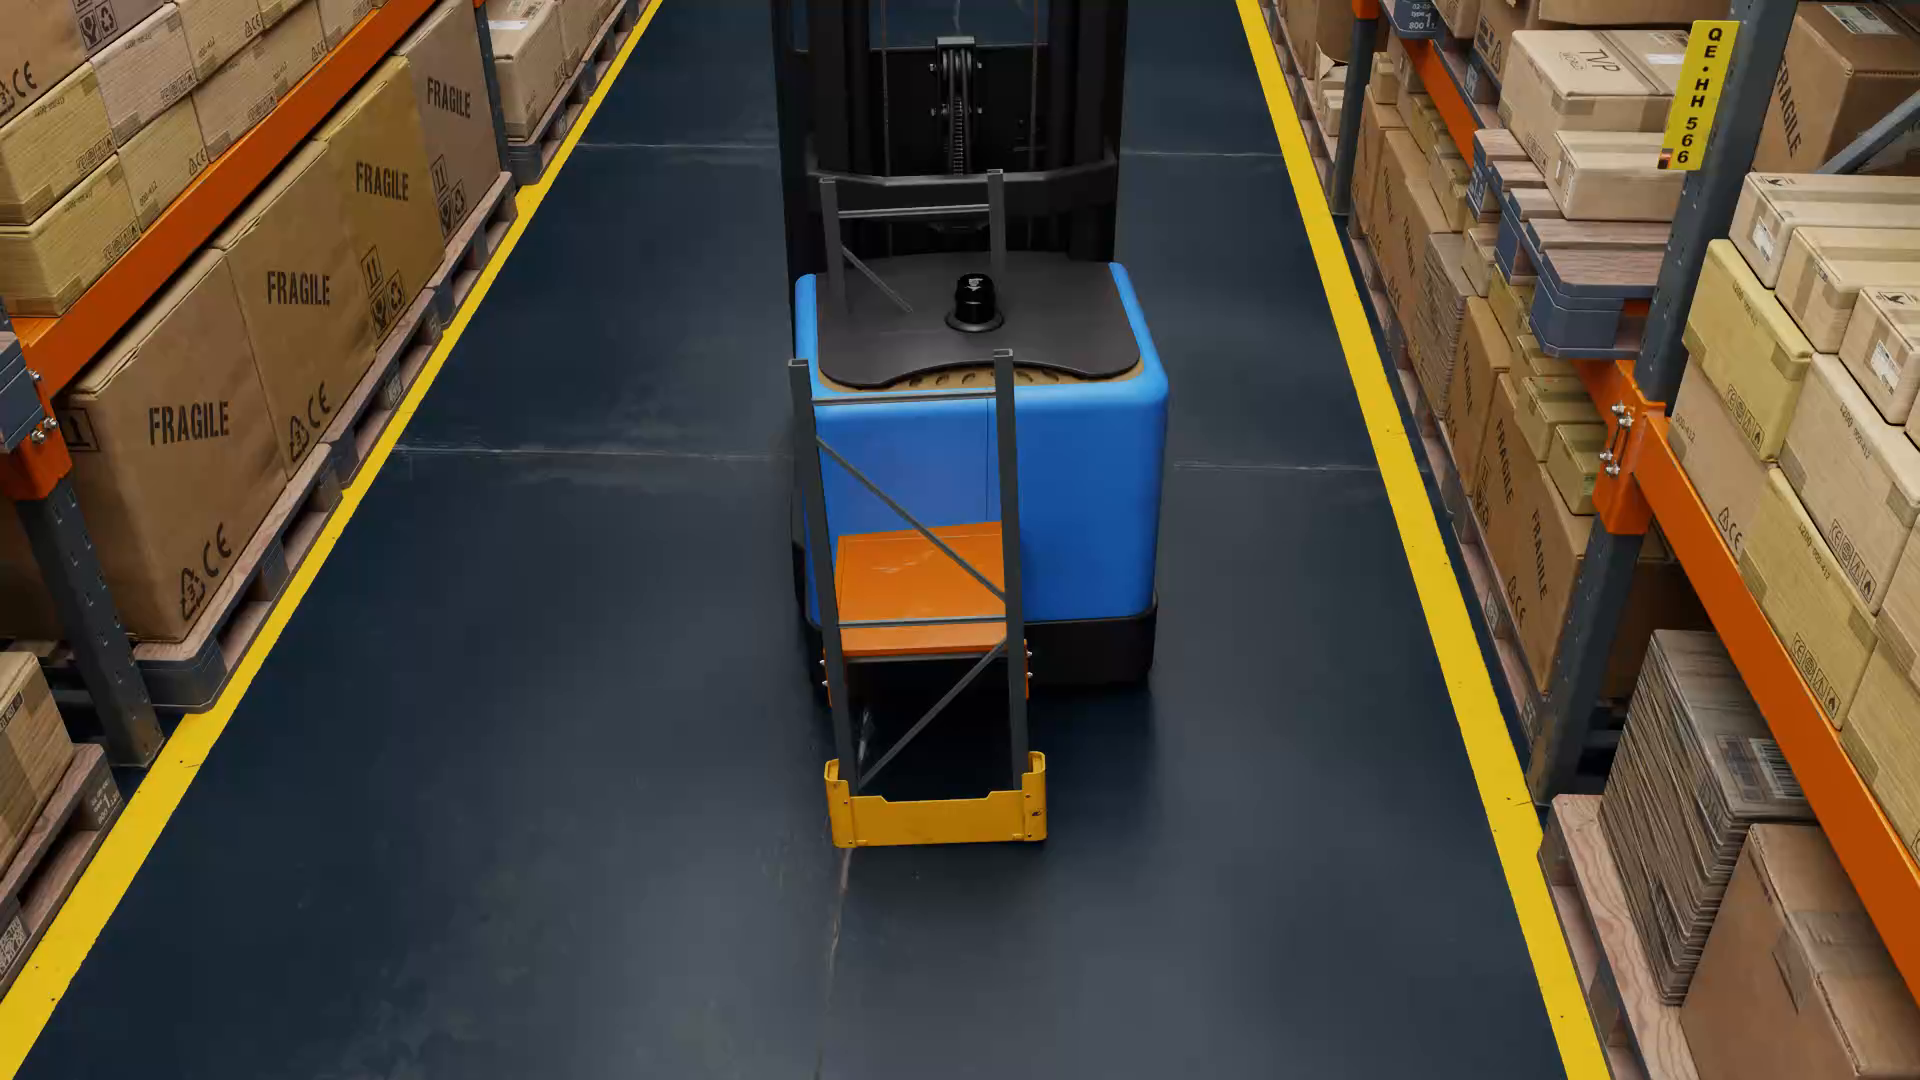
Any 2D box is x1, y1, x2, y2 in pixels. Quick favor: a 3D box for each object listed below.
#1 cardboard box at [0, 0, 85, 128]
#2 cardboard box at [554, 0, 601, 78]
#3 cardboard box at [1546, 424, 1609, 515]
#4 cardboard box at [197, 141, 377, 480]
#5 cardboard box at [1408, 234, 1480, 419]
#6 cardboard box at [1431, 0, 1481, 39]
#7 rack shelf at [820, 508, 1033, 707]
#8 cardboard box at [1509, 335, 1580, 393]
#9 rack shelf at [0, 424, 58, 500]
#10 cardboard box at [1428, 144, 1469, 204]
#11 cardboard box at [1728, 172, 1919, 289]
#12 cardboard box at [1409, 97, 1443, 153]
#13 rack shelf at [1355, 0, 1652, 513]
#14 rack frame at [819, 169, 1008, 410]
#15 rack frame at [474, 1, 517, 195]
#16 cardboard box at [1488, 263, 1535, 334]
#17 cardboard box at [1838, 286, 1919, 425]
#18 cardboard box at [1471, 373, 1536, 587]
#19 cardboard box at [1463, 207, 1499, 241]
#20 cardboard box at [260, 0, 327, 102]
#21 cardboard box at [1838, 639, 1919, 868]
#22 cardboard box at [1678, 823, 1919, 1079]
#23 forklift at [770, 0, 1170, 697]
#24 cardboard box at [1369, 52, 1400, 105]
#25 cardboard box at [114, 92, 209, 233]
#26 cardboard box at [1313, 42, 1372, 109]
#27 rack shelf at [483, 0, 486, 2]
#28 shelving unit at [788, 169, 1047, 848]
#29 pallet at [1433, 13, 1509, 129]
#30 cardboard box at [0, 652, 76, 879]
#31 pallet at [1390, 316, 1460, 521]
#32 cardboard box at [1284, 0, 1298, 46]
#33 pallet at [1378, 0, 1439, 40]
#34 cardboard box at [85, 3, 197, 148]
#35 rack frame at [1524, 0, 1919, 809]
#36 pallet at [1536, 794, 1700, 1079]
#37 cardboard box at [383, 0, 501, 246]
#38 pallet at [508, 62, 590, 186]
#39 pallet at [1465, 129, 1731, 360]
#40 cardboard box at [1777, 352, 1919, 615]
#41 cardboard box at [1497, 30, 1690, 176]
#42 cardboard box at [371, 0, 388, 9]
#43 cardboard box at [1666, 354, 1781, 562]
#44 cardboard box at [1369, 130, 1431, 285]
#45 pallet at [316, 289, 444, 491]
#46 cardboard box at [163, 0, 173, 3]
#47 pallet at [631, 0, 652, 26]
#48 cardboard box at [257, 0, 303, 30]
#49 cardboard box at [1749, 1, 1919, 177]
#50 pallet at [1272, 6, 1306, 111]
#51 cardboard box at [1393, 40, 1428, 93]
[{"bbox_3d":[-2.578,-1.336,4.086,0.500,0.500,0.500,0,35,0],"label":"cardboard box"},{"bbox_3d":[-2.513,-2.903,9.134,0.875,0.438,0.875,0,35,0],"label":"cardboard box"},{"bbox_3d":[1.885,-0.200,4.670,0.380,0.149,0.250,0,35,0],"label":"cardboard box"},{"bbox_3d":[-2.691,-0.818,5.788,0.875,0.875,0.875,2,35,2],"label":"cardboard box"},{"bbox_3d":[1.971,-0.780,6.059,0.500,0.500,0.500,0,35,0],"label":"cardboard box"},{"bbox_3d":[1.983,-1.985,5.514,0.700,0.500,0.500,1,35,2],"label":"cardboard box"},{"bbox_3d":[-0.084,0.060,4.649,0.538,0.185,1.000,-2,35,2],"label":"rack shelf"},{"bbox_3d":[1.919,-0.508,5.108,0.380,0.149,0.250,0,35,0],"label":"cardboard box"},{"bbox_3d":[-2.922,0.835,2.579,1.077,0.370,4.000,1,35,2],"label":"rack shelf"},{"bbox_3d":[2.021,-1.399,6.377,0.380,0.149,0.250,1,35,2],"label":"cardboard box"},{"bbox_3d":[1.811,-0.626,3.381,0.380,0.149,0.250,2,35,3],"label":"cardboard box"},{"bbox_3d":[2.066,-1.700,6.805,0.380,0.149,0.250,0,35,-1],"label":"cardboard box"},{"bbox_3d":[2.198,-1.351,5.689,1.077,0.370,4.000,1,35,2],"label":"rack shelf"},{"bbox_3d":[-0.094,-0.380,4.961,0.500,1.500,0.032,-2,35,2],"label":"rack frame"},{"bbox_3d":[-2.681,-2.906,7.277,1.000,3.000,0.127,1,35,2],"label":"rack frame"},{"bbox_3d":[1.985,-0.802,5.526,0.380,0.149,0.250,1,35,1],"label":"cardboard box"},{"bbox_3d":[1.817,-0.324,2.951,0.380,0.149,0.250,2,35,3],"label":"cardboard box"},{"bbox_3d":[1.951,-0.180,5.206,0.500,0.500,0.500,1,35,1],"label":"cardboard box"},{"bbox_3d":[2.027,-1.101,5.953,0.380,0.149,0.250,1,35,2],"label":"cardboard box"},{"bbox_3d":[-2.525,-1.703,5.694,0.500,0.250,0.500,1,35,2],"label":"cardboard box"},{"bbox_3d":[1.817,0.400,2.703,0.500,0.250,0.500,0,35,0],"label":"cardboard box"},{"bbox_3d":[2.061,1.038,3.365,0.875,0.625,0.625,2,35,3],"label":"cardboard box"},{"bbox_3d":[-0.054,-1.559,5.420,1.130,2.935,3.031,-3,35,-4],"label":"forklift"},{"bbox_3d":[1.998,-2.008,7.244,0.380,0.149,0.250,3,35,4],"label":"cardboard box"},{"bbox_3d":[-2.568,-1.118,4.862,0.500,0.250,0.500,0,35,1],"label":"cardboard box"},{"bbox_3d":[2.022,-2.379,8.539,0.396,0.266,0.258,3,35,4],"label":"cardboard box"},{"bbox_3d":[-2.601,-3.761,9.119,1.077,0.370,4.000,1,35,2],"label":"rack shelf"},{"bbox_3d":[-0.094,-0.092,4.553,0.587,1.500,1.083,-2,35,2],"label":"shelving unit"},{"bbox_3d":[2.191,-1.535,5.492,1.003,0.211,1.213,1,35,2],"label":"pallet"},{"bbox_3d":[-2.875,0.619,4.180,0.950,0.372,0.625,-1,35,-1],"label":"cardboard box"},{"bbox_3d":[2.237,-0.482,6.252,1.003,0.211,1.213,1,35,2],"label":"pallet"},{"bbox_3d":[2.126,-3.100,9.361,0.500,0.500,0.500,2,35,3],"label":"cardboard box"},{"bbox_3d":[2.137,-2.259,6.522,1.003,0.211,1.213,1,35,2],"label":"pallet"},{"bbox_3d":[-2.553,-1.334,4.735,0.500,0.250,0.500,2,35,3],"label":"cardboard box"},{"bbox_3d":[2.118,-0.496,3.847,1.000,3.000,0.127,1,35,2],"label":"rack frame"},{"bbox_3d":[2.046,1.117,3.977,1.003,0.211,1.213,1,35,2],"label":"pallet"},{"bbox_3d":[-2.626,-1.851,7.257,0.875,0.875,0.875,2,35,3],"label":"cardboard box"},{"bbox_3d":[-2.573,-2.201,8.698,1.003,0.211,1.213,1,35,2],"label":"pallet"},{"bbox_3d":[2.075,-0.808,4.458,1.213,0.211,1.003,1,35,2],"label":"pallet"},{"bbox_3d":[1.835,-0.102,2.982,0.500,0.250,0.500,2,35,3],"label":"cardboard box"},{"bbox_3d":[1.837,-1.220,4.642,0.500,0.250,0.500,0,35,0],"label":"cardboard box"},{"bbox_3d":[-2.469,-2.289,6.529,0.500,0.250,0.500,1,35,1],"label":"cardboard box"},{"bbox_3d":[1.856,-0.185,3.535,0.500,0.250,0.500,1,35,2],"label":"cardboard box"},{"bbox_3d":[2.023,-1.364,6.891,0.500,0.500,0.500,1,35,1],"label":"cardboard box"},{"bbox_3d":[-2.683,-0.618,6.445,1.003,0.211,1.213,1,35,2],"label":"pallet"},{"bbox_3d":[-2.531,-1.918,4.914,0.500,0.500,0.500,2,35,3],"label":"cardboard box"},{"bbox_3d":[-2.474,-3.602,10.692,1.003,0.211,1.213,1,35,2],"label":"pallet"},{"bbox_3d":[-2.487,-1.911,5.556,0.500,0.250,0.500,2,35,3],"label":"cardboard box"},{"bbox_3d":[2.295,-1.001,4.113,0.500,0.500,0.500,3,35,4],"label":"cardboard box"},{"bbox_3d":[2.353,-2.750,9.480,1.003,0.211,1.213,1,35,2],"label":"pallet"},{"bbox_3d":[2.036,-1.980,6.944,0.380,0.149,0.250,0,35,0],"label":"cardboard box"}]
